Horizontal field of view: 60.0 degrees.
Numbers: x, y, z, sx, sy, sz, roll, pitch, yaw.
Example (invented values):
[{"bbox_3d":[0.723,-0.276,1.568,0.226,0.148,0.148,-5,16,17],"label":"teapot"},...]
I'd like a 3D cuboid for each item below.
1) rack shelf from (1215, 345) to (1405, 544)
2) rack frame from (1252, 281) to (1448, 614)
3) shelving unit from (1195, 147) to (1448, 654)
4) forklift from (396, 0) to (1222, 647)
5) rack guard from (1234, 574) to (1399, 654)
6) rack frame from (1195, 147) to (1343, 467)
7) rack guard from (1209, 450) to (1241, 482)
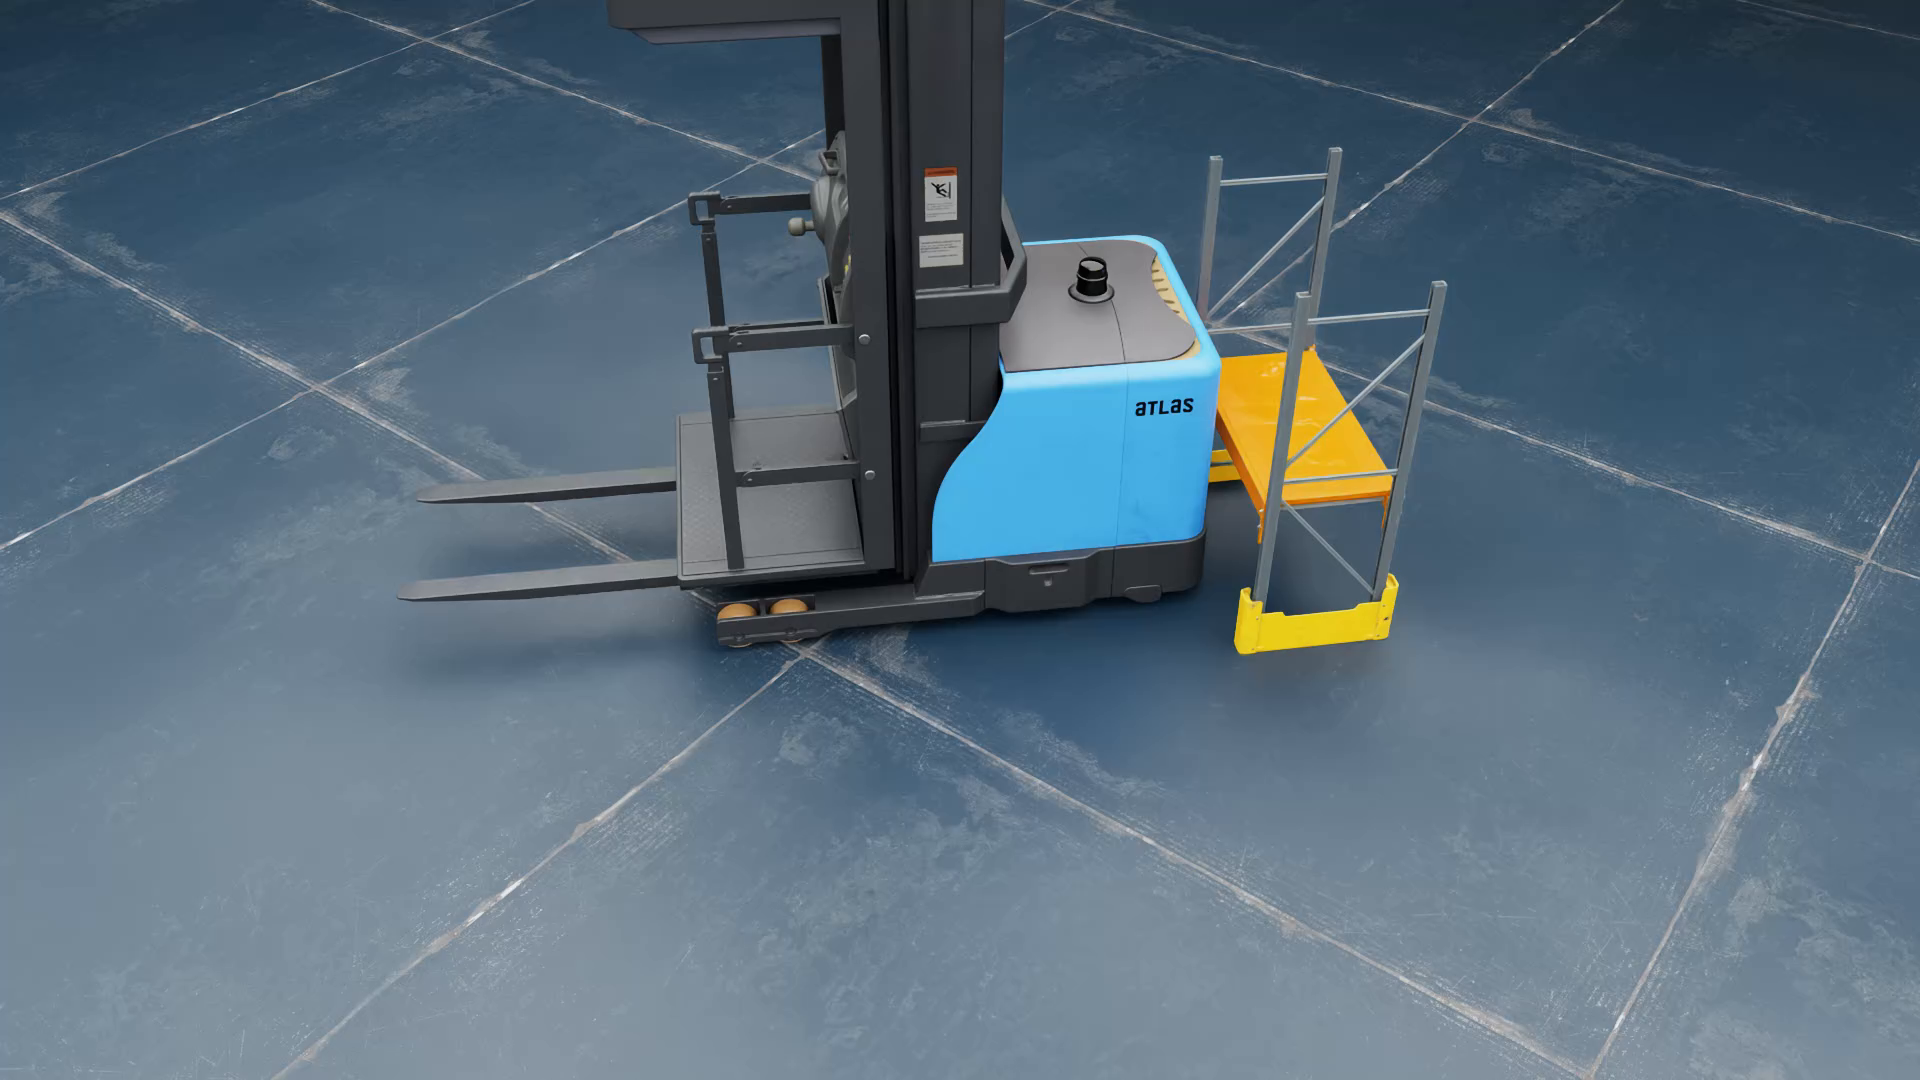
[{"bbox_3d":[1.246,-0.385,6.317,0.538,0.185,1.000,-6,38,-7],"label":"rack shelf"},{"bbox_3d":[1.325,-0.217,5.810,0.500,1.500,0.032,-6,38,-7],"label":"rack frame"},{"bbox_3d":[1.248,-0.521,6.199,0.587,1.500,1.083,-6,38,-7],"label":"shelving unit"},{"bbox_3d":[-0.621,-1.100,5.777,3.031,2.935,1.130,-5,38,-6],"label":"forklift"},{"bbox_3d":[1.325,0.275,6.197,0.587,0.250,0.087,-6,38,-7],"label":"rack guard"},{"bbox_3d":[1.168,-0.836,6.601,0.500,1.500,0.032,-6,38,-7],"label":"rack frame"},{"bbox_3d":[1.171,-0.332,6.971,0.587,0.250,0.087,-6,38,-7],"label":"rack guard"}]
